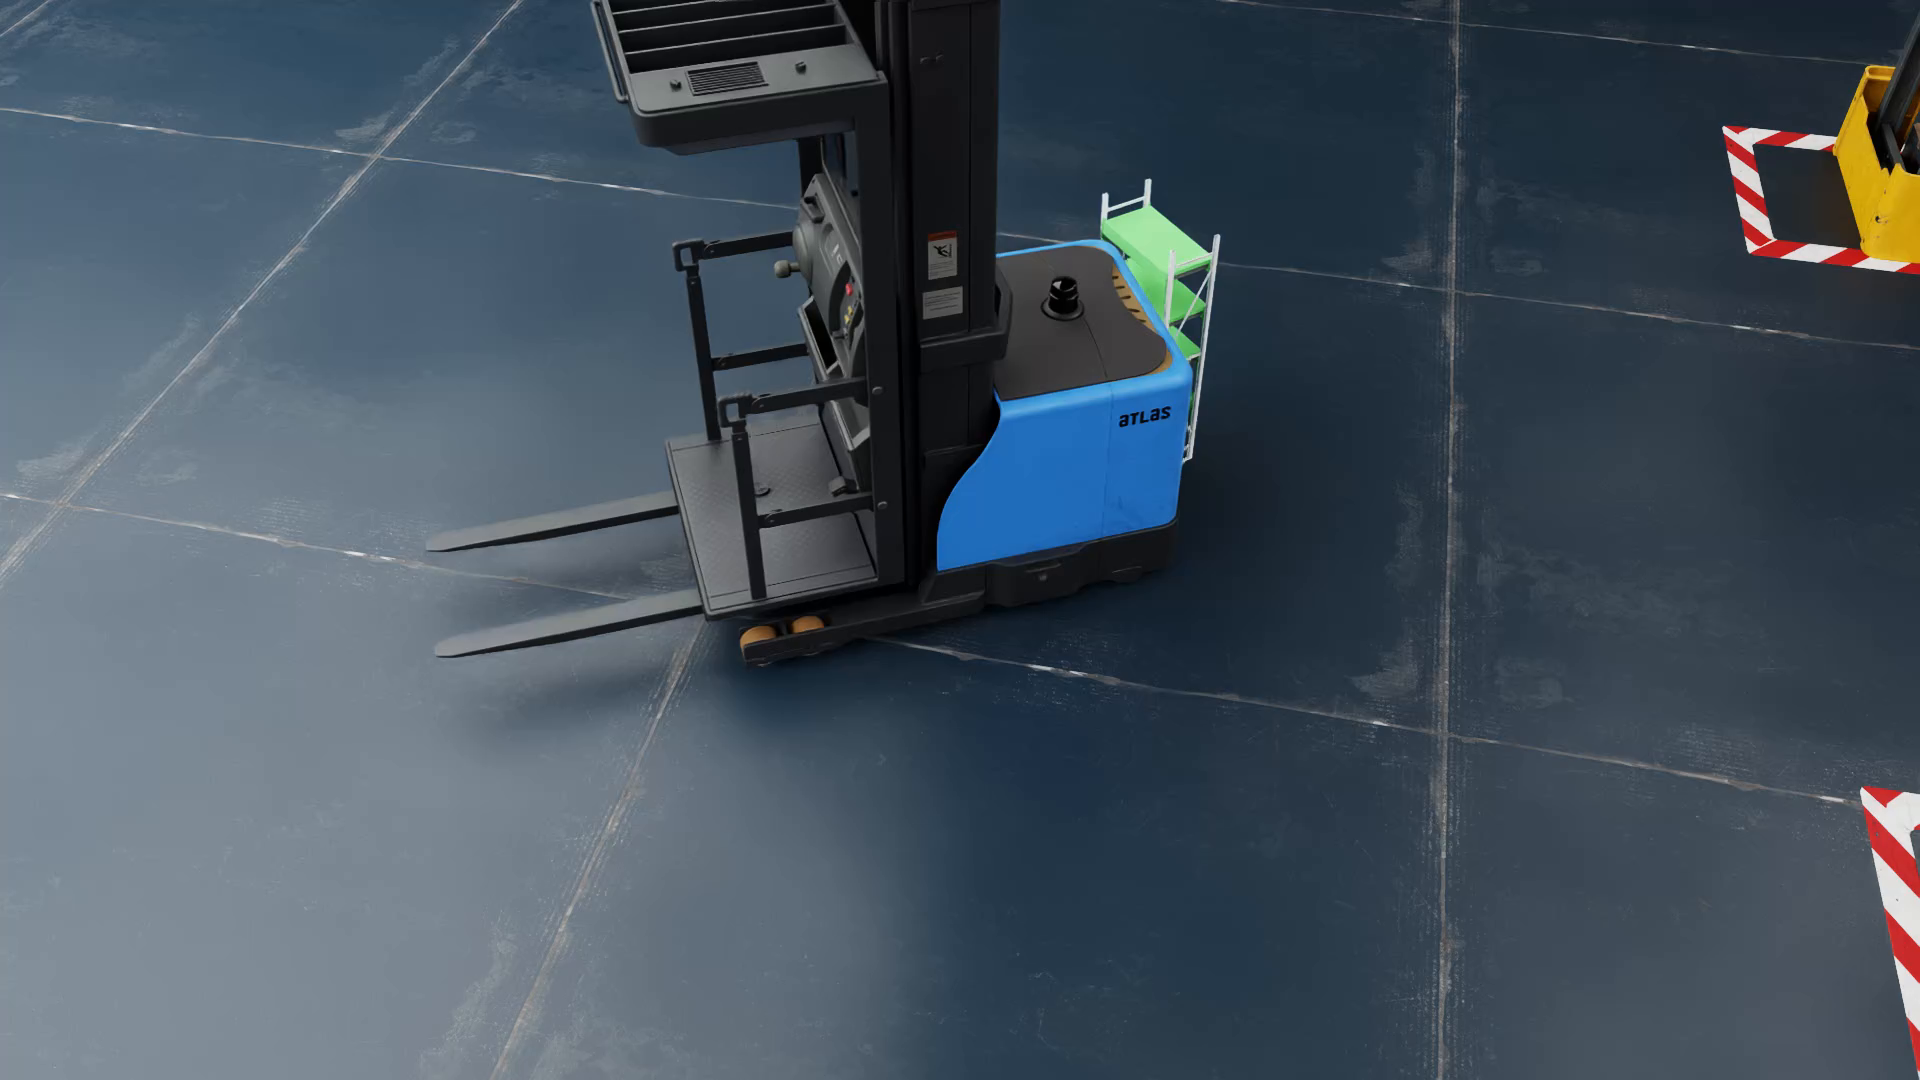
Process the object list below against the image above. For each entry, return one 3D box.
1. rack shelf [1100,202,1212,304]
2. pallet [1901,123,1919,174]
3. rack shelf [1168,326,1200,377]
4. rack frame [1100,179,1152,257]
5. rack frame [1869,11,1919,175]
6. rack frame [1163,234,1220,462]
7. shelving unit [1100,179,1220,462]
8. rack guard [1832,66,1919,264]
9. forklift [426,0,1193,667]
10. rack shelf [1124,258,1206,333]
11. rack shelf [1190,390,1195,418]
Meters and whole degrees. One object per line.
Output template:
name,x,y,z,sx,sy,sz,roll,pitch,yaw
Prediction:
rack shelf,0.830,-1.214,7.006,0.258,0.148,0.480,-22,48,-21
pallet,5.835,-1.843,8.972,1.213,0.211,1.003,9,45,9
rack shelf,0.830,-0.868,7.339,0.258,0.148,0.480,-22,48,-21
rack frame,0.708,-1.060,7.447,0.240,1.200,0.015,-22,48,-21
rack frame,5.080,-2.935,8.096,0.127,3.000,1.000,9,45,9
rack frame,0.953,-0.768,7.143,0.240,1.200,0.015,-22,48,-21
shelving unit,0.830,-0.914,7.295,0.258,1.200,0.503,-22,48,-21
rack guard,5.057,-2.038,8.967,0.348,0.500,1.175,9,45,9
forklift,-0.665,-0.960,6.094,3.031,2.935,1.130,-11,45,-12
rack shelf,0.830,-1.041,7.172,0.258,0.148,0.480,-22,48,-21
rack shelf,0.830,-0.695,7.505,0.258,0.148,0.480,-22,48,-21
